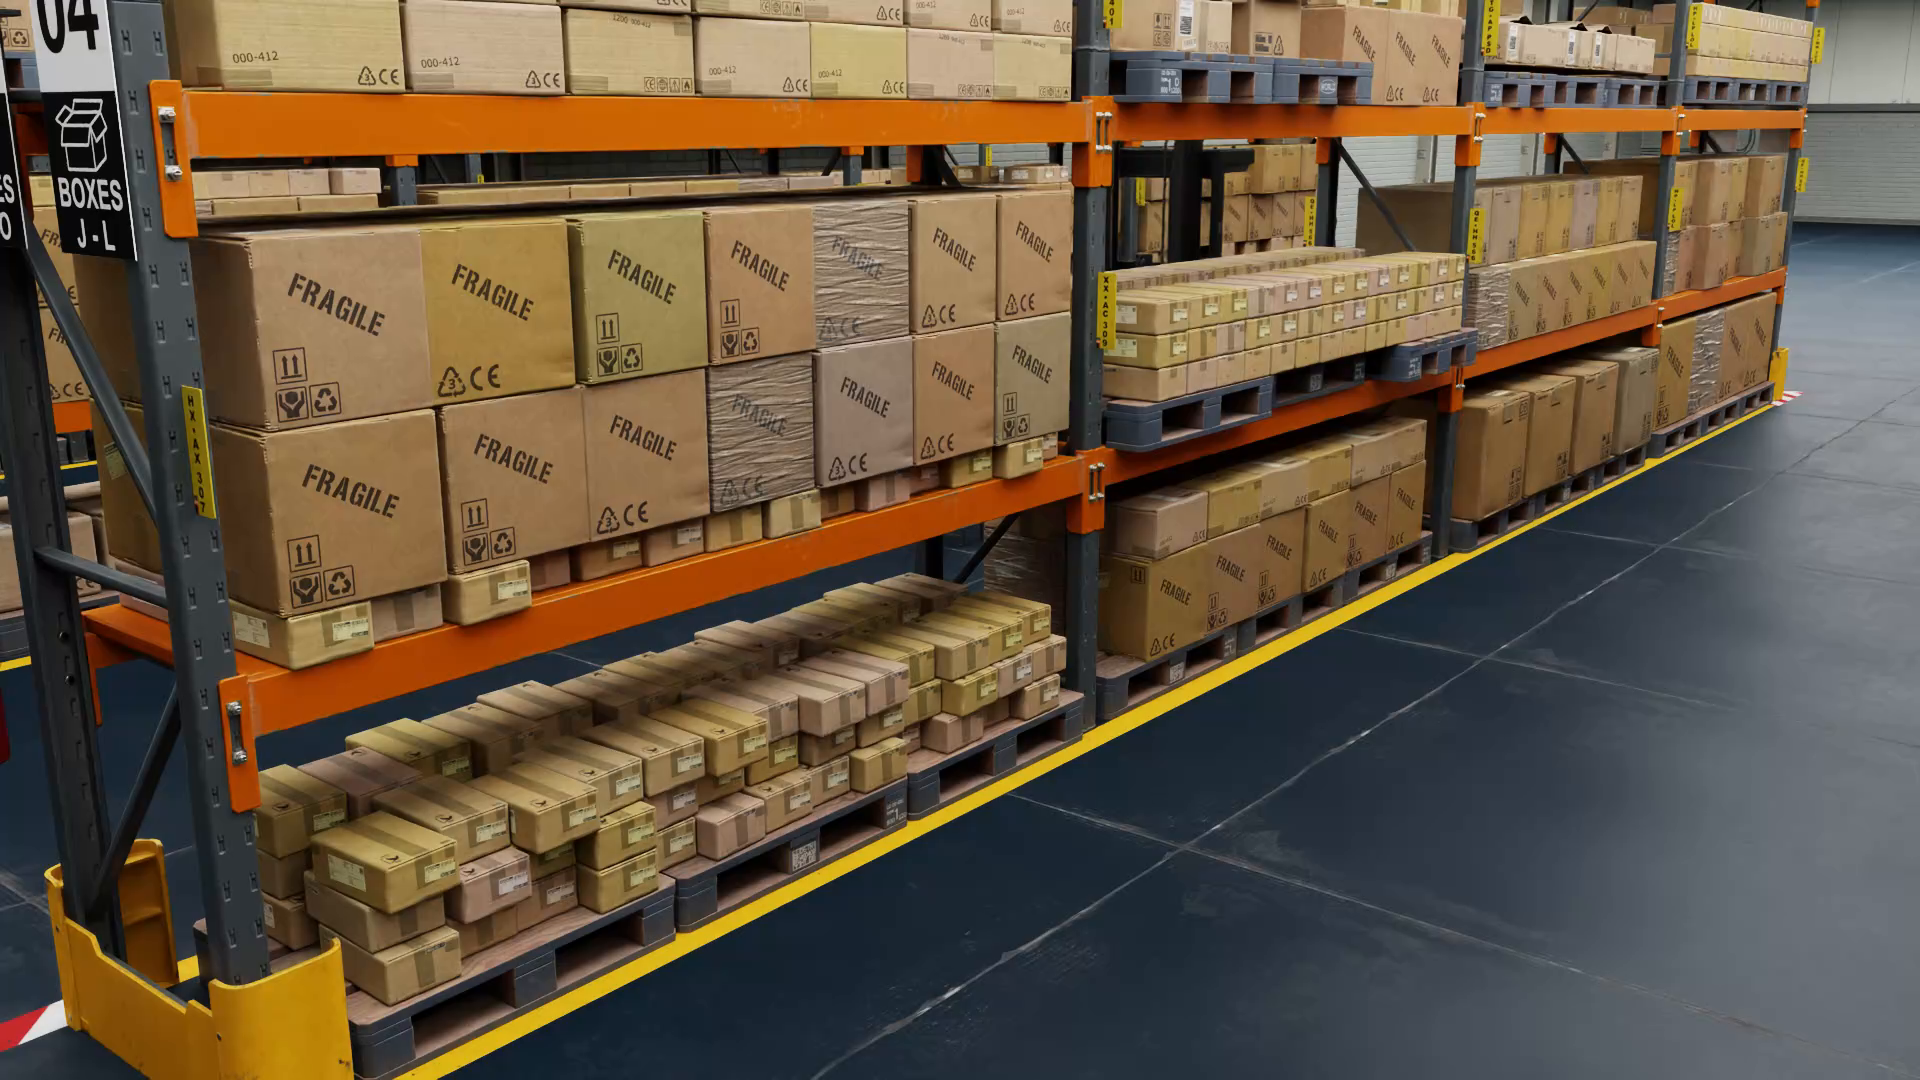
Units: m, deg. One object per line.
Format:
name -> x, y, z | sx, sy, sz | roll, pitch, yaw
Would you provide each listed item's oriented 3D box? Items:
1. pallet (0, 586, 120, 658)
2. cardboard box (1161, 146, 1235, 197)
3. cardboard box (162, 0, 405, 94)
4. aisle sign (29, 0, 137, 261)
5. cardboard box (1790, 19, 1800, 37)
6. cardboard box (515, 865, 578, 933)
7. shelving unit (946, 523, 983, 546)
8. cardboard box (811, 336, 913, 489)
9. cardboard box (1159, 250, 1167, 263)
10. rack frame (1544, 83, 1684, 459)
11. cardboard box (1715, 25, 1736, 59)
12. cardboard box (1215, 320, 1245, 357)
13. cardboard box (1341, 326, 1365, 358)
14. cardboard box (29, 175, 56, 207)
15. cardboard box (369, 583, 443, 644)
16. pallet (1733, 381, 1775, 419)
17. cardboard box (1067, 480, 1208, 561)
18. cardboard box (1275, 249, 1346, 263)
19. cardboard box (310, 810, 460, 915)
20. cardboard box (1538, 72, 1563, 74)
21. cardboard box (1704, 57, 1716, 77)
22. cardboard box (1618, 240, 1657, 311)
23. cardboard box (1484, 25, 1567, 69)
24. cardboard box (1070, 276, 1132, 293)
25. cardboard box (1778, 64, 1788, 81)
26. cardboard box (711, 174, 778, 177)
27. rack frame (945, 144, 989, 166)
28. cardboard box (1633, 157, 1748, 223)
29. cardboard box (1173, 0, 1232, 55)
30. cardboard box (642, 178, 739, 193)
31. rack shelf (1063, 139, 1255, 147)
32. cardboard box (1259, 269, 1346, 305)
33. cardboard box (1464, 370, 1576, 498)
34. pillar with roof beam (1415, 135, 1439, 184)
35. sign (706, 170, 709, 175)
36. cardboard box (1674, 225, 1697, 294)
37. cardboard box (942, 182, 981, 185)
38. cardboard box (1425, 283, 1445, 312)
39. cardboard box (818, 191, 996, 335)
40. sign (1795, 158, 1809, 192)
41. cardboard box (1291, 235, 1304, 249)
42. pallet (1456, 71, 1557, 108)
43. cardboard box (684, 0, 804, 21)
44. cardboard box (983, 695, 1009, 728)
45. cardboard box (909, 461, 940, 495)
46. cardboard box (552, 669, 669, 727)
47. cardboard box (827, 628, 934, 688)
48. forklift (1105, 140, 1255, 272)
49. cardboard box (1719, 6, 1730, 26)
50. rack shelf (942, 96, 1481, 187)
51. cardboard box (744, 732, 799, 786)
pallet -> -5.019, 0.325, 9.414 | 1.003, 0.211, 1.213 | 11, 18, 38
cardboard box -> 2.434, -3.841, 17.312 | 0.700, 0.500, 0.500 | 11, 18, 36
cardboard box -> -1.833, -1.309, 4.397 | 0.500, 0.250, 0.500 | 12, 19, 39
aisle sign -> -2.126, -1.081, 4.007 | 0.394, 0.787, 0.004 | 11, 18, 38
cardboard box -> 7.475, -4.703, 15.285 | 0.380, 0.149, 0.250 | 12, 18, 38
cardboard box -> -1.484, 1.134, 5.503 | 0.380, 0.149, 0.250 | 12, 18, 38
shelving unit -> -0.005, -0.435, 11.006 | 0.258, 0.900, 0.210 | 11, 18, 38
cardboard box -> -0.525, -0.510, 6.230 | 0.500, 0.500, 0.500 | 11, 18, 37
cardboard box -> 1.880, -2.872, 16.846 | 0.380, 0.149, 0.250 | 12, 19, 39
rack frame -> 5.228, -2.180, 13.611 | 1.000, 3.000, 0.127 | 11, 18, 38
cardboard box -> 6.069, -4.104, 13.739 | 0.500, 0.250, 0.500 | 11, 18, 37
cardboard box -> 1.129, -0.977, 7.931 | 0.380, 0.149, 0.250 | 12, 18, 39
cardboard box -> 1.951, -1.085, 8.960 | 0.380, 0.149, 0.250 | 12, 19, 39
cardboard box -> -4.782, -1.791, 8.531 | 0.380, 0.149, 0.250 | 11, 18, 36
cardboard box -> -1.727, 0.174, 4.858 | 0.380, 0.149, 0.250 | 12, 19, 40
pallet -> 7.301, -1.429, 16.320 | 1.003, 0.211, 1.213 | 11, 18, 38
cardboard box -> 0.870, -0.104, 8.140 | 0.500, 0.250, 0.500 | 10, 18, 35
cardboard box -> 2.106, -1.674, 10.067 | 0.380, 0.149, 0.250 | 11, 18, 36
cardboard box -> -1.720, 0.960, 4.979 | 0.380, 0.149, 0.250 | 10, 17, 35
cardboard box -> 4.383, -3.604, 12.578 | 0.250, 0.149, 0.380 | 11, 18, 38
cardboard box -> 5.883, -3.831, 13.473 | 0.380, 0.149, 0.250 | 11, 18, 38
cardboard box -> 5.108, -2.087, 13.043 | 0.500, 0.500, 0.500 | 11, 18, 37
cardboard box -> 3.655, -3.247, 10.970 | 0.500, 0.250, 0.500 | 12, 18, 39
cardboard box -> 0.633, -1.226, 8.305 | 0.380, 0.149, 0.250 | 11, 18, 36
cardboard box -> 7.318, -4.268, 15.194 | 0.380, 0.149, 0.250 | 11, 18, 38
cardboard box -> -1.700, -2.637, 13.177 | 0.500, 0.500, 0.500 | 11, 18, 36
rack frame -> -0.035, -4.460, 22.587 | 1.000, 3.000, 0.127 | 11, 18, 38
cardboard box -> 6.515, -3.149, 14.930 | 0.875, 0.550, 0.500 | 11, 18, 38
cardboard box -> 0.917, -2.398, 7.706 | 0.500, 0.311, 0.500 | 11, 18, 37
cardboard box -> -1.954, -2.360, 12.089 | 0.500, 0.500, 0.500 | 11, 18, 38
rack shelf -> 2.572, -4.415, 17.778 | 1.077, 0.370, 4.000 | 11, 18, 38
cardboard box -> 1.784, -1.322, 8.684 | 0.380, 0.149, 0.250 | 12, 19, 39
cardboard box -> 3.714, -0.798, 11.887 | 1.050, 0.750, 0.750 | 12, 18, 38
pillar with roof beam -> 13.488, -10.155, 32.819 | 9.100, 9.000, 0.400 | 11, 18, 38
sign -> -2.981, -4.237, 19.792 | 0.100, 0.325, 0.005 | 11, 18, 38
cardboard box -> 5.779, -2.434, 14.307 | 0.875, 0.550, 0.550 | 11, 18, 38
cardboard box -> -0.153, -2.989, 15.135 | 0.500, 0.500, 0.500 | 10, 18, 35
cardboard box -> 2.591, -1.423, 9.687 | 0.380, 0.149, 0.250 | 12, 19, 40
cardboard box -> -0.206, -1.093, 6.496 | 0.500, 0.500, 0.500 | 11, 18, 36
sign -> 8.156, -3.535, 16.114 | 0.100, 0.325, 0.005 | 11, 18, 38
cardboard box -> 3.687, -3.400, 18.926 | 0.380, 0.149, 0.250 | 11, 18, 37
pallet -> 3.078, -2.908, 10.768 | 1.213, 0.211, 1.003 | 12, 19, 40
cardboard box -> -0.865, -1.841, 5.475 | 0.500, 0.250, 0.500 | 10, 18, 35
cardboard box -> -0.010, 0.695, 7.232 | 0.380, 0.149, 0.250 | 12, 18, 39
cardboard box -> -0.304, -0.288, 6.675 | 0.380, 0.149, 0.250 | 11, 18, 36
cardboard box -> -1.322, 0.626, 6.296 | 0.380, 0.149, 0.250 | 11, 18, 36
cardboard box -> -0.325, 0.492, 6.823 | 0.380, 0.149, 0.250 | 12, 19, 39
forklift -> 1.688, -2.123, 13.527 | 1.130, 2.935, 3.031 | 8, 16, 30
cardboard box -> 6.040, -4.265, 13.562 | 0.380, 0.149, 0.250 | 11, 18, 37
rack shelf -> 1.457, -2.136, 8.808 | 1.077, 0.370, 4.000 | 11, 18, 38
cardboard box -> -0.830, 0.781, 6.289 | 0.380, 0.149, 0.250 | 12, 19, 40
